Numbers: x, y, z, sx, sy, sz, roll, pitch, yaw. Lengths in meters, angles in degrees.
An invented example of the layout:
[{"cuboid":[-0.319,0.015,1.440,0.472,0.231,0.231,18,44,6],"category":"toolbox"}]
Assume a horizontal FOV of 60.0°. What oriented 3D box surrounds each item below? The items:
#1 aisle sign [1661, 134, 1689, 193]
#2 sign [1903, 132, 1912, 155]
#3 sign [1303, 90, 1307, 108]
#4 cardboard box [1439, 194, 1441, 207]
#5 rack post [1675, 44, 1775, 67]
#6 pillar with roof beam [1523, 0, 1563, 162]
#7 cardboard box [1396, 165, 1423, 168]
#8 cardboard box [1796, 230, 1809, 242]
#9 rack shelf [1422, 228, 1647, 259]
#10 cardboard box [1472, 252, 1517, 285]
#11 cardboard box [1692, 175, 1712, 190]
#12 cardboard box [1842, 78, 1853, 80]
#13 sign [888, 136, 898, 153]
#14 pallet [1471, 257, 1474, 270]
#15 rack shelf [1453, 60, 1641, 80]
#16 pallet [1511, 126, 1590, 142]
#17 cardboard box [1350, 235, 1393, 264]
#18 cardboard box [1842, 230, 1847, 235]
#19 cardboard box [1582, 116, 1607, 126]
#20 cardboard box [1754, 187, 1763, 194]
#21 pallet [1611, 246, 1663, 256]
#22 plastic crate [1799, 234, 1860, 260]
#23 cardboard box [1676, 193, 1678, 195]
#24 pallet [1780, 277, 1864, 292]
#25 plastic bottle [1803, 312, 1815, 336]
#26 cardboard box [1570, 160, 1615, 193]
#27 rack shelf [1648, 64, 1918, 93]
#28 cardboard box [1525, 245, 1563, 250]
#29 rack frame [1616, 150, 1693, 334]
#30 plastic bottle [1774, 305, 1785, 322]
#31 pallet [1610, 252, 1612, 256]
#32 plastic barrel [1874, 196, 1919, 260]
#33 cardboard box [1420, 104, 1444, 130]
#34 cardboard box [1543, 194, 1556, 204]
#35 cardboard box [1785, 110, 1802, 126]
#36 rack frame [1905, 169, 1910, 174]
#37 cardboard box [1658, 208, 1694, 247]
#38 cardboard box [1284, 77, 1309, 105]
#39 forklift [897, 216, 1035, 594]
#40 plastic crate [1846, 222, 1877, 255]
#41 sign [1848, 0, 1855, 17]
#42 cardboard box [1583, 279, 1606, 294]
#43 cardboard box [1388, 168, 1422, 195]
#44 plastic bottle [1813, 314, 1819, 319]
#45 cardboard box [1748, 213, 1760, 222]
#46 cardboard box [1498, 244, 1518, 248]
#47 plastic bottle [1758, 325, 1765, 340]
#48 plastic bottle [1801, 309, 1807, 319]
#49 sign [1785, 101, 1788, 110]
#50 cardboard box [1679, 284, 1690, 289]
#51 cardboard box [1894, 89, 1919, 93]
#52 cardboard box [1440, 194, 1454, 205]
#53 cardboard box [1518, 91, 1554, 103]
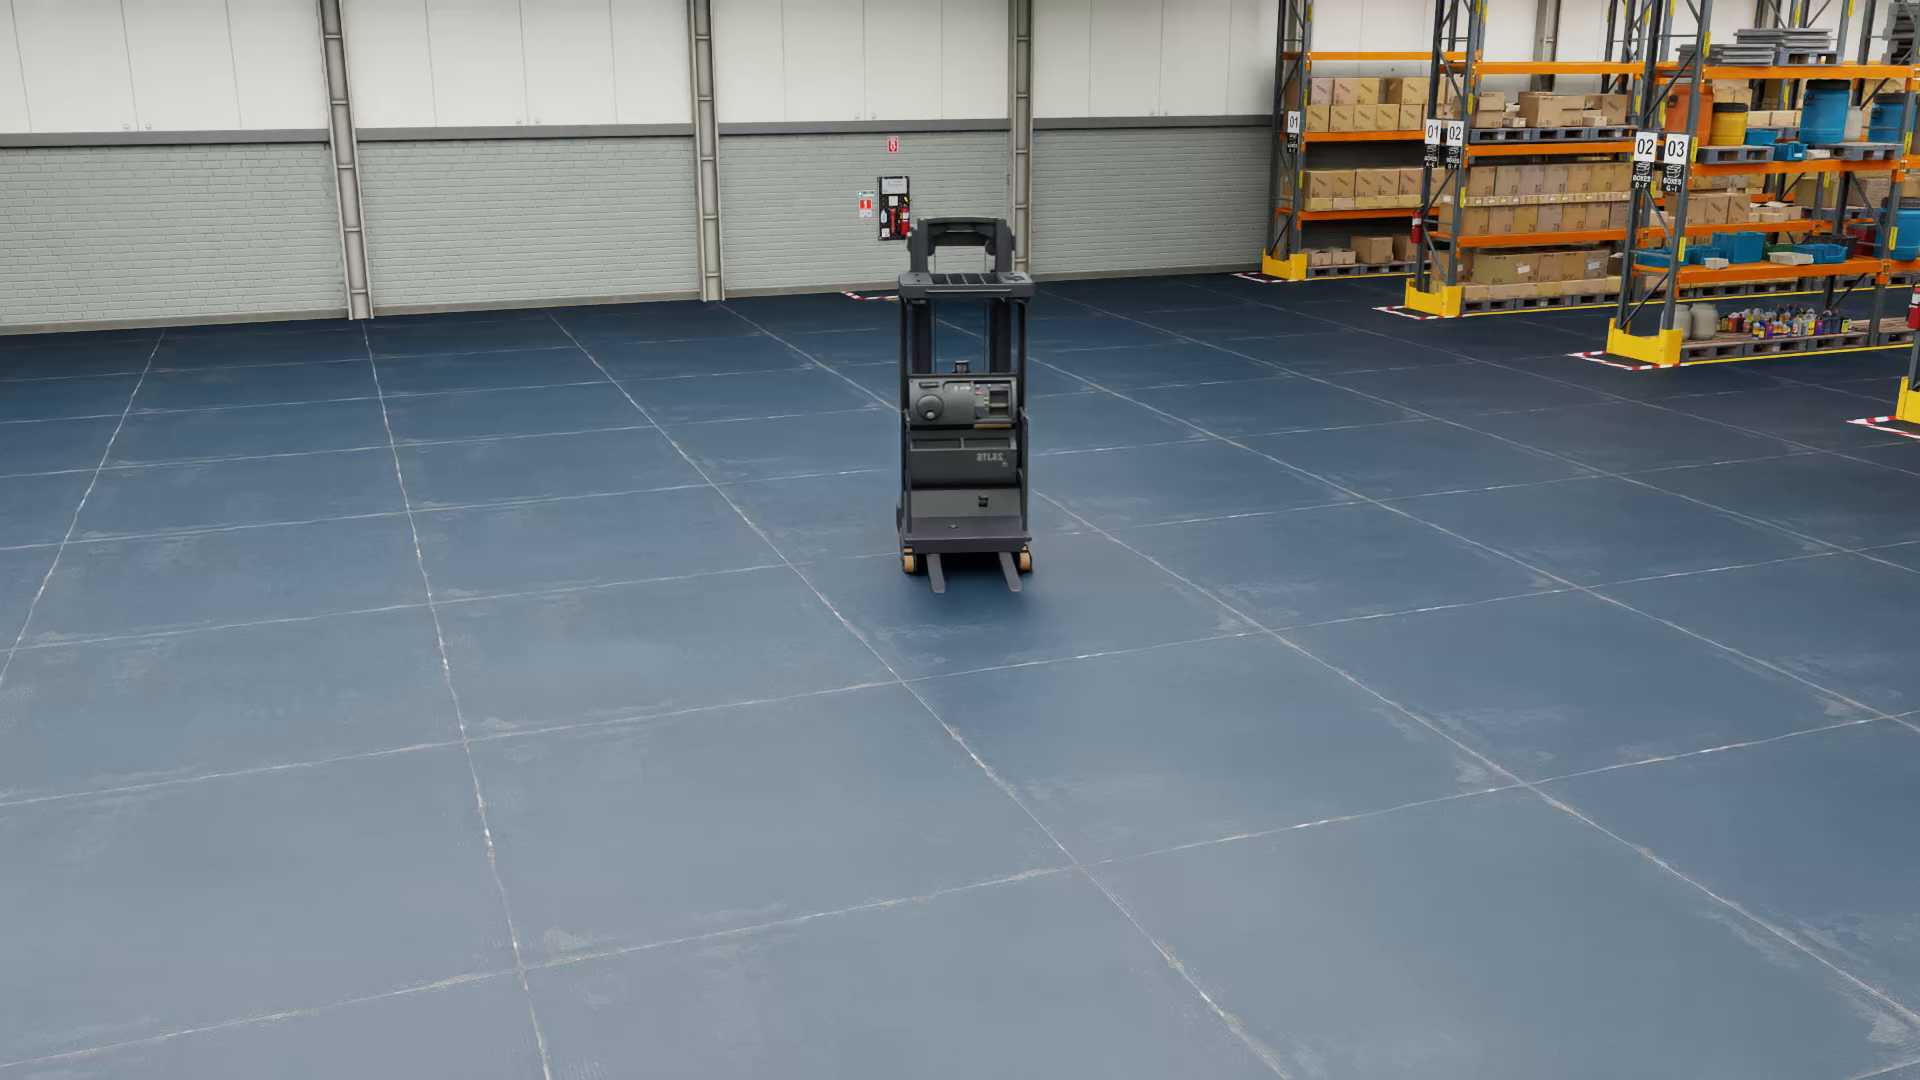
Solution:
[{"cuboid":[9.969,-5.252,23.199,0.004,0.787,0.394,-6,17,-20],"category":"aisle sign"},{"cuboid":[13.853,-5.790,24.305,0.005,0.325,0.100,-6,17,-20],"category":"sign"},{"cuboid":[6.581,-8.412,31.697,0.005,0.325,0.100,-6,17,-20],"category":"sign"},{"cuboid":[9.788,-6.909,33.686,0.500,0.250,0.500,-6,17,-20],"category":"cardboard box"},{"cuboid":[10.683,-6.771,23.223,0.954,0.300,0.937,-4,17,-14],"category":"rack post"},{"cuboid":[13.874,-9.345,31.102,0.400,9.000,9.100,-6,17,-20],"category":"pillar with roof beam"},{"cuboid":[9.124,-7.353,33.866,0.500,0.500,0.500,-6,17,-20],"category":"cardboard box"},{"cuboid":[18.797,-7.006,37.476,0.500,0.500,0.700,-6,18,-21],"category":"cardboard box"},{"cuboid":[10.030,-5.250,29.080,4.000,0.370,1.077,-6,17,-20],"category":"rack shelf"},{"cuboid":[9.209,-4.682,28.672,0.500,0.500,0.500,-6,17,-20],"category":"cardboard box"},{"cuboid":[15.842,-7.839,35.881,0.500,0.500,0.500,-6,17,-19],"category":"cardboard box"},{"cuboid":[19.295,-9.985,36.618,0.500,0.500,0.500,-6,17,-20],"category":"cardboard box"},{"cuboid":[-1.236,-7.288,30.630,0.199,0.298,0.001,-6,17,-20],"category":"sign"},{"cuboid":[10.848,-5.840,34.763,1.213,0.211,1.003,-6,17,-20],"category":"pallet"},{"cuboid":[11.989,-9.642,34.101,4.000,0.370,1.077,-6,17,-20],"category":"rack shelf"},{"cuboid":[9.973,-6.978,28.524,1.213,0.211,1.003,-6,17,-20],"category":"pallet"},{"cuboid":[8.300,-5.872,33.579,0.500,0.500,0.700,-7,18,-24],"category":"cardboard box"},{"cuboid":[17.427,-5.838,32.132,0.500,0.250,0.500,-7,18,-21],"category":"cardboard box"},{"cuboid":[10.869,-7.190,28.540,0.250,0.149,0.380,-6,17,-20],"category":"cardboard box"},{"cuboid":[17.378,-7.686,36.511,0.250,0.149,0.380,-6,17,-20],"category":"cardboard box"},{"cuboid":[14.620,-6.224,36.071,1.213,0.211,1.003,-6,17,-20],"category":"pallet"},{"cuboid":[13.132,-4.444,25.169,0.504,0.338,0.767,-6,17,-20],"category":"plastic crate"},{"cuboid":[15.439,-7.501,35.880,0.250,0.149,0.380,-6,17,-19],"category":"cardboard box"},{"cuboid":[16.344,-4.927,31.654,1.213,0.211,1.003,-6,17,-20],"category":"pallet"},{"cuboid":[12.688,-3.240,24.881,0.185,0.351,0.144,-6,17,-20],"category":"plastic bottle"},{"cuboid":[11.014,-6.369,29.135,0.500,0.500,0.700,-6,17,-20],"category":"cardboard box"},{"cuboid":[11.799,-6.633,23.851,4.000,0.370,1.077,-6,17,-20],"category":"rack shelf"},{"cuboid":[10.419,-4.973,29.665,0.500,0.500,0.500,-6,17,-20],"category":"cardboard box"},{"cuboid":[9.932,-4.089,23.852,0.127,3.000,1.000,-6,17,-20],"category":"rack frame"},{"cuboid":[12.588,-3.442,25.567,0.185,0.351,0.144,-7,18,-22],"category":"plastic bottle"},{"cuboid":[13.127,-6.086,35.601,1.213,0.211,1.003,-6,17,-20],"category":"pallet"},{"cuboid":[14.136,-4.693,25.016,0.708,0.901,0.600,-6,17,-20],"category":"plastic barrel"},{"cuboid":[9.262,-8.433,33.105,0.500,0.500,0.500,-8,18,-25],"category":"cardboard box"},{"cuboid":[10.042,-5.890,28.655,0.250,0.149,0.380,-6,17,-20],"category":"cardboard box"},{"cuboid":[15.229,-7.708,30.371,0.500,0.250,0.500,-8,18,-24],"category":"cardboard box"},{"cuboid":[21.327,-8.309,38.222,0.127,3.000,1.000,-6,17,-20],"category":"rack frame"},{"cuboid":[15.411,-6.799,36.149,0.750,0.750,0.750,-6,17,-20],"category":"cardboard box"},{"cuboid":[6.696,-8.785,32.530,0.500,0.500,0.500,-5,17,-18],"category":"cardboard box"},{"cuboid":[0.042,-1.210,14.169,1.130,2.935,3.031,-1,16,-4],"category":"forklift"},{"cuboid":[14.009,-4.653,25.657,0.583,0.464,0.402,-6,17,-20],"category":"plastic crate"},{"cuboid":[15.835,-9.457,29.543,0.005,0.325,0.100,-6,17,-20],"category":"sign"},{"cuboid":[11.073,-4.527,29.475,0.500,0.250,0.500,-6,17,-20],"category":"cardboard box"},{"cuboid":[8.853,-7.168,33.235,0.500,0.500,0.500,-7,18,-22],"category":"cardboard box"},{"cuboid":[12.913,-3.273,25.126,0.135,0.276,0.152,-6,17,-20],"category":"plastic bottle"},{"cuboid":[14.462,-5.936,30.585,0.250,0.149,0.380,-5,17,-16],"category":"cardboard box"},{"cuboid":[11.268,-6.255,34.882,0.500,0.500,0.700,-7,18,-21],"category":"cardboard box"},{"cuboid":[11.833,-3.069,24.563,0.097,0.201,0.097,0,16,0],"category":"plastic bottle"},{"cuboid":[12.959,-3.416,25.599,0.133,0.283,0.061,-6,17,-20],"category":"plastic bottle"},{"cuboid":[15.441,-8.030,31.030,0.005,0.325,0.100,-6,17,-20],"category":"sign"},{"cuboid":[12.841,-4.705,30.084,0.500,0.250,0.500,-6,17,-19],"category":"cardboard box"},{"cuboid":[17.627,-8.173,31.334,0.600,0.600,0.600,-7,18,-22],"category":"cardboard box"},{"cuboid":[8.451,-5.841,28.488,0.250,0.149,0.380,-6,18,-21],"category":"cardboard box"},{"cuboid":[11.813,-8.946,34.146,0.500,0.500,0.500,-7,18,-22],"category":"cardboard box"}]
